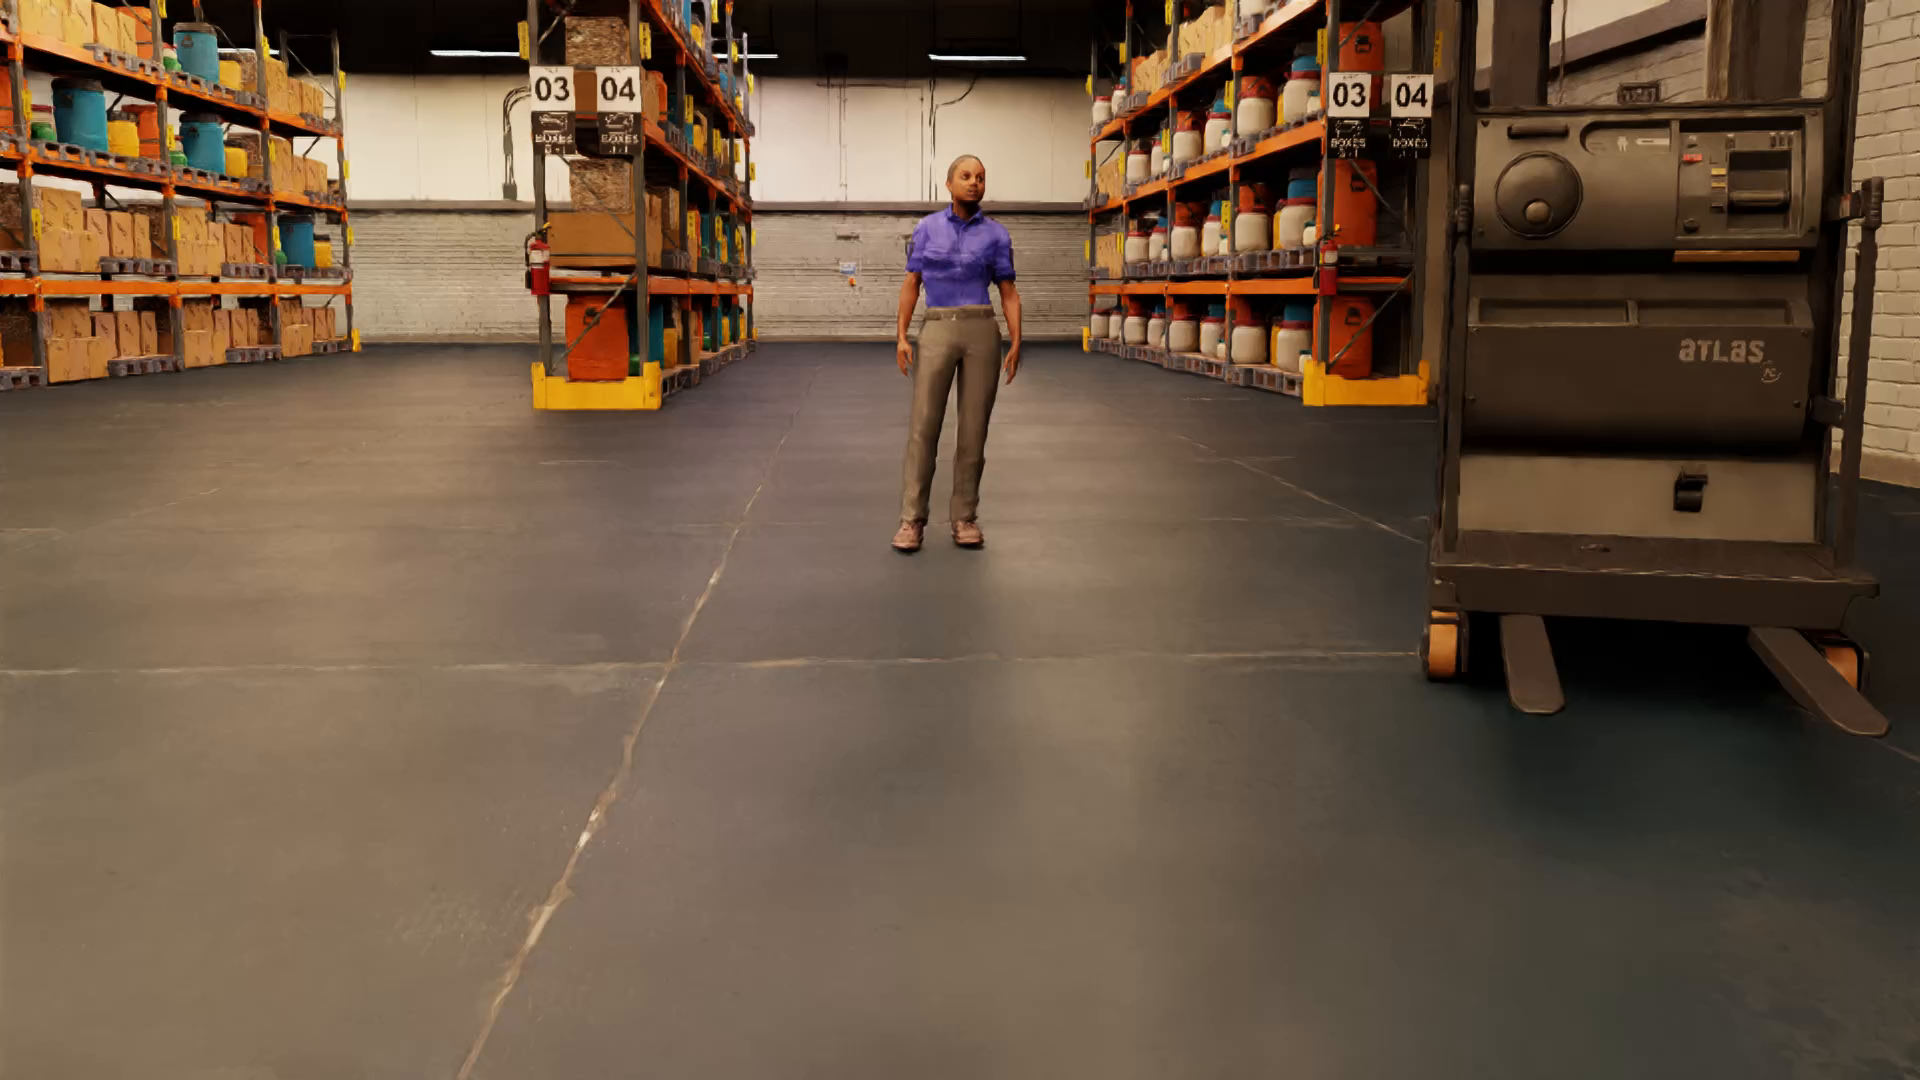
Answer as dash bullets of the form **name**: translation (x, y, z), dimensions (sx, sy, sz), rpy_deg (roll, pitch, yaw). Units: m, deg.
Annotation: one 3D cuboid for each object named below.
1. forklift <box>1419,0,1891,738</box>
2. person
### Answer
- **forklift**: translation (1.912, -1.077, 4.585), dimensions (1.130, 2.935, 3.031), rpy_deg (2, 9, 16)
- **person**: translation (-0.014, -0.812, 7.100), dimensions (0.570, 1.654, 0.503), rpy_deg (-1, 8, -4)
